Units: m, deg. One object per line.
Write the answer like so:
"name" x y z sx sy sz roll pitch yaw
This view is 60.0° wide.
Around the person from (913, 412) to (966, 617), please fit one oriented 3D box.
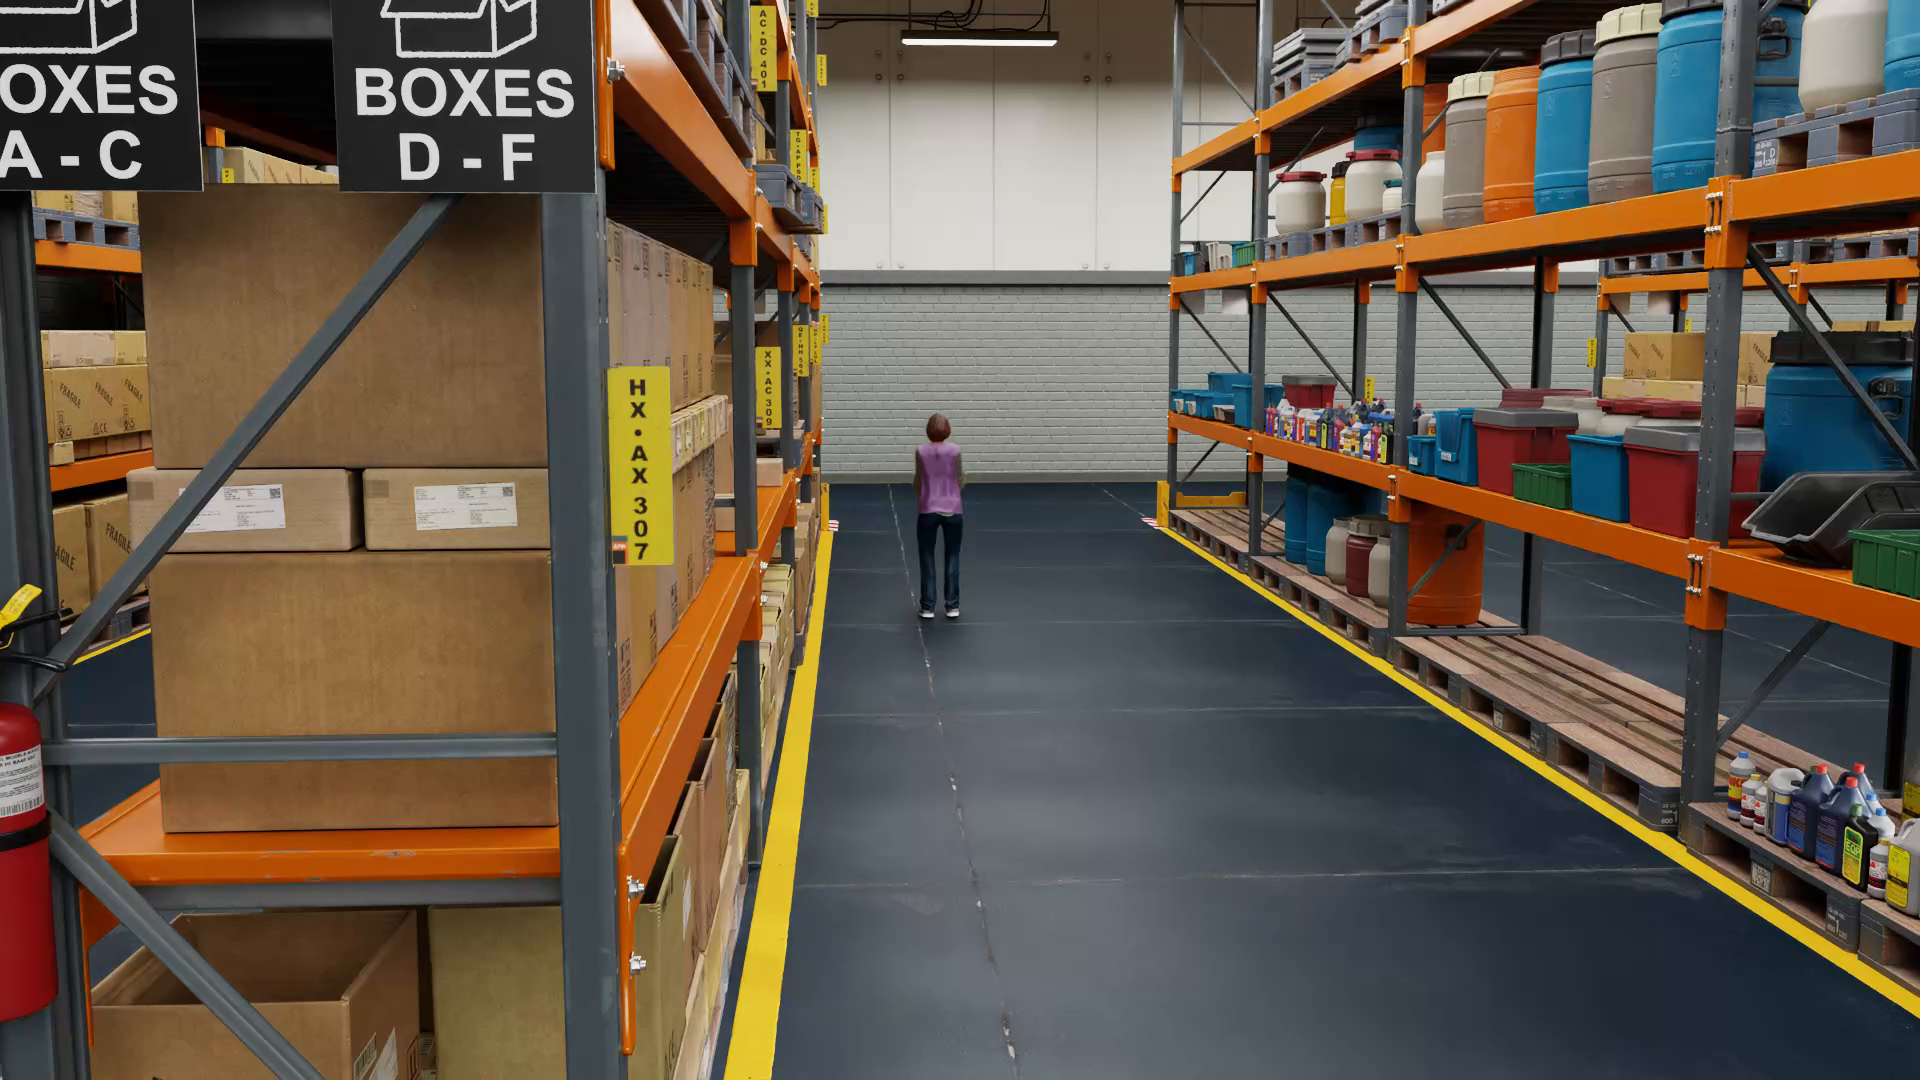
"person" -0.160 -0.198 12.915 0.405 1.595 0.489 0 7 -3
